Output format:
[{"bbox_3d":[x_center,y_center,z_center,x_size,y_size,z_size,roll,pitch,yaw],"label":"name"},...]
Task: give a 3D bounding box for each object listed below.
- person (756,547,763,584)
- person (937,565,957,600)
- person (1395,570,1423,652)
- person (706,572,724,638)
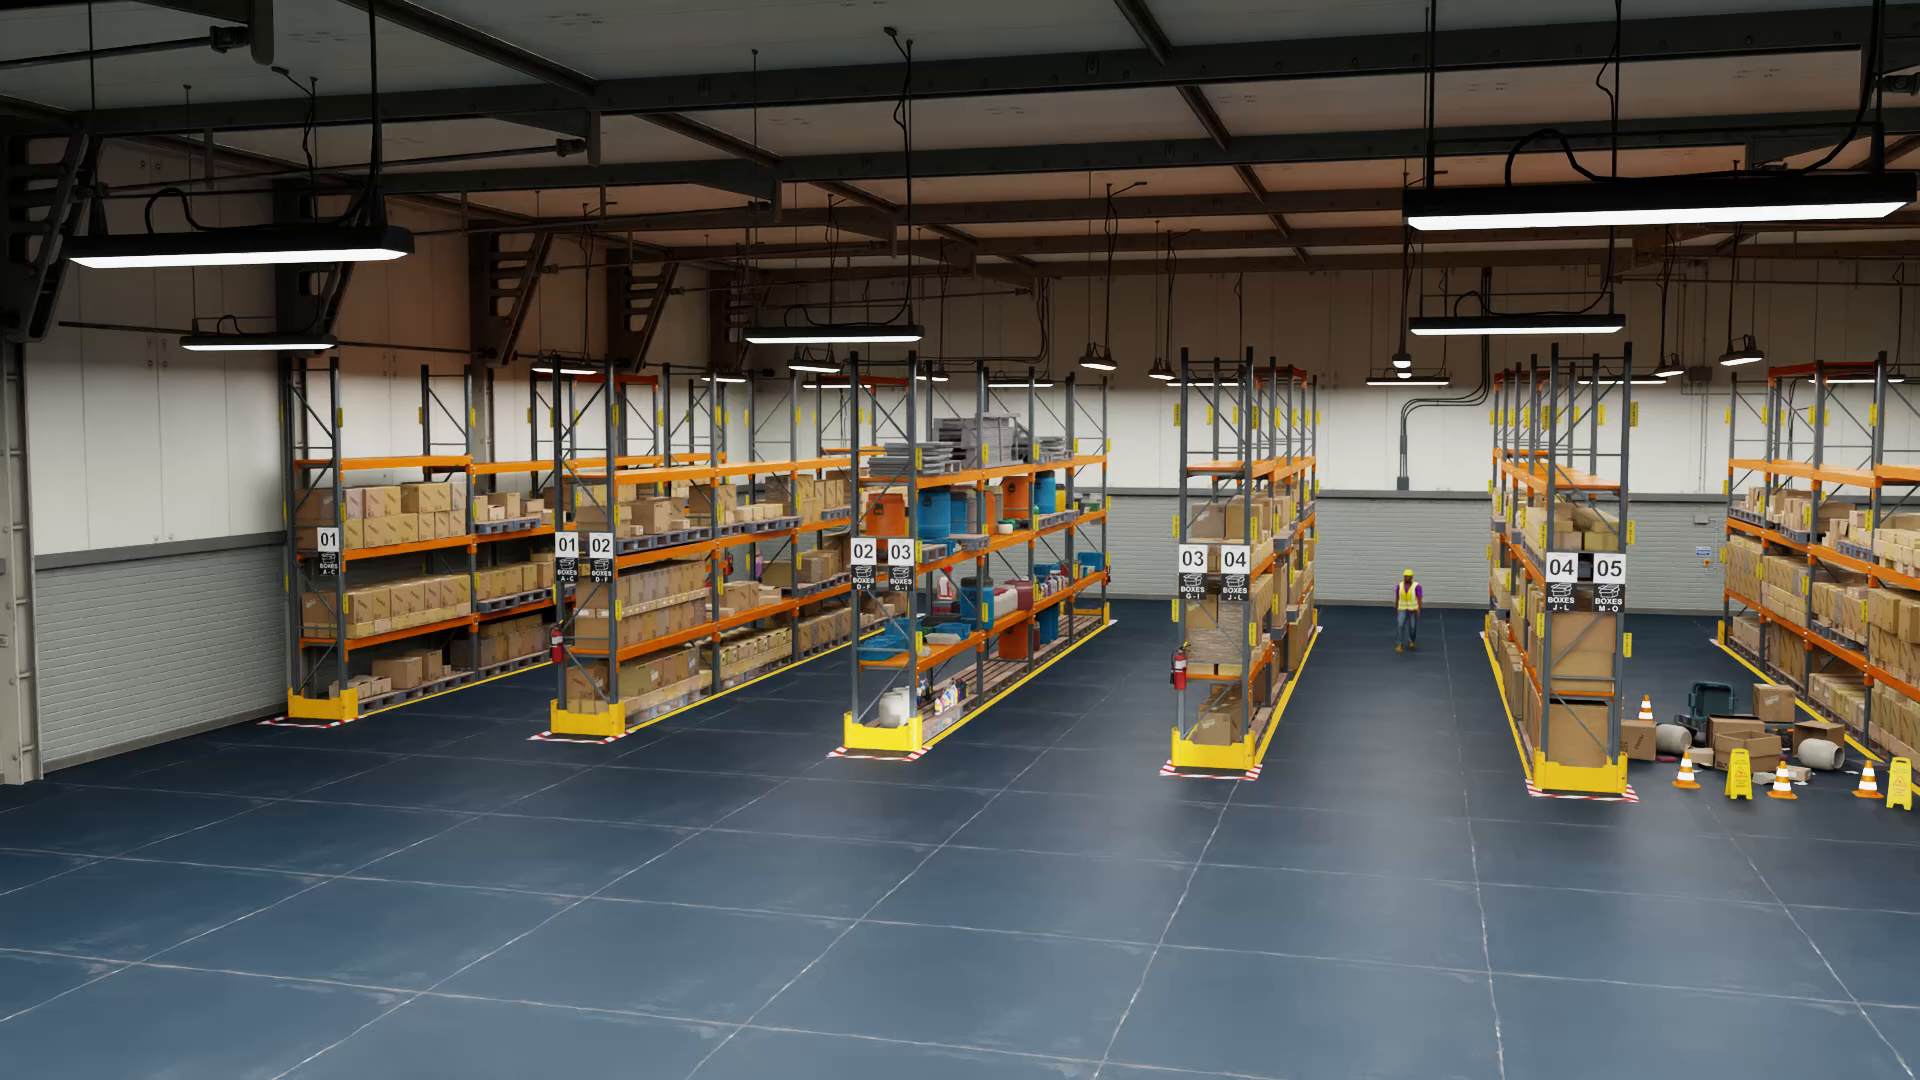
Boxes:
[{"bbox_3d":[-5.367,0.983,43.859,0.413,1.566,0.579,-3,5,-38],"label":"person"},{"bbox_3d":[-0.297,1.436,36.483,0.591,1.792,0.496,4,6,45],"label":"person"},{"bbox_3d":[9.624,1.498,35.698,0.586,1.726,1.005,2,5,23],"label":"person"},{"bbox_3d":[-5.310,1.536,35.554,0.576,1.723,0.533,3,5,39],"label":"person"}]
